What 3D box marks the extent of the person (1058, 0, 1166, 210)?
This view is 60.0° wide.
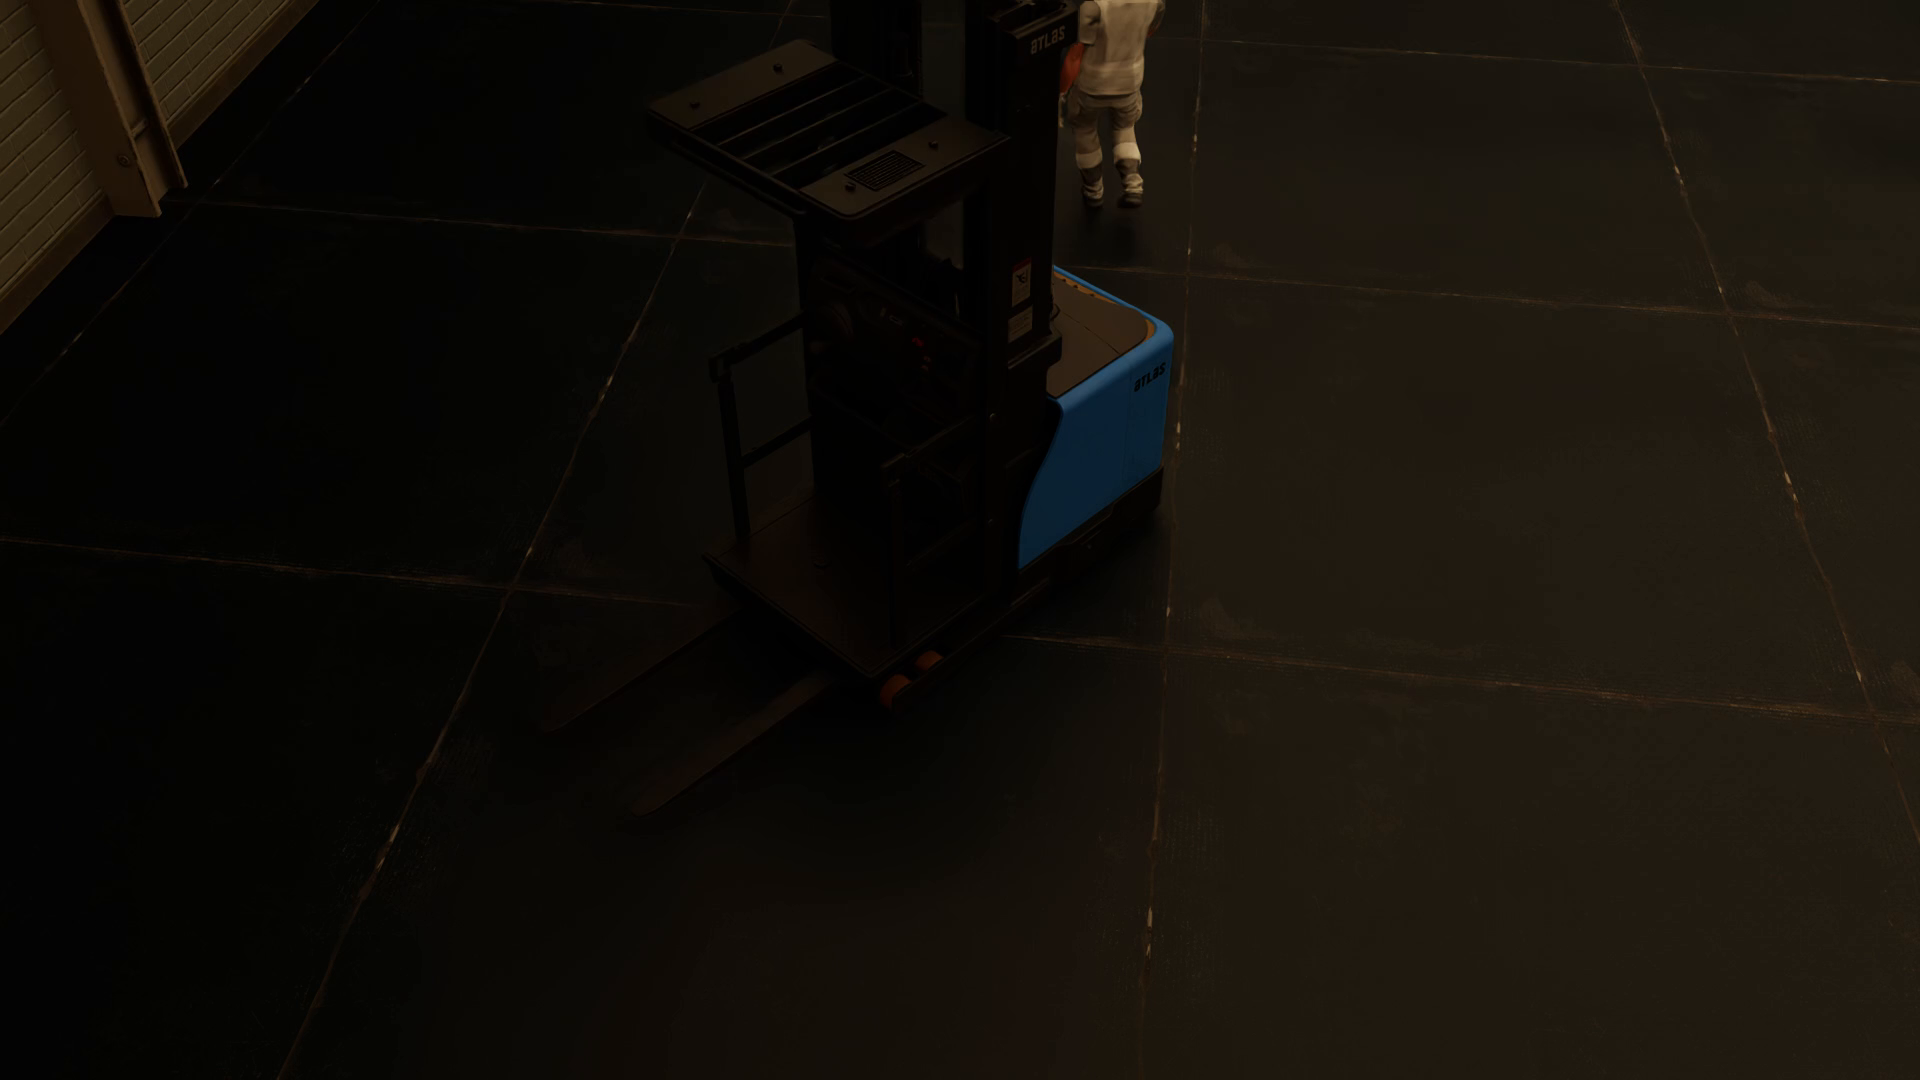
[{"bbox_3d":[0.803,-2.637,9.492,0.697,1.724,0.633,-7,43,-8],"label":"person"}]

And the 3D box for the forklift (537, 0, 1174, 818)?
[{"bbox_3d":[-0.426,-0.738,6.528,1.130,2.935,3.031,33,52,31],"label":"forklift"}]
